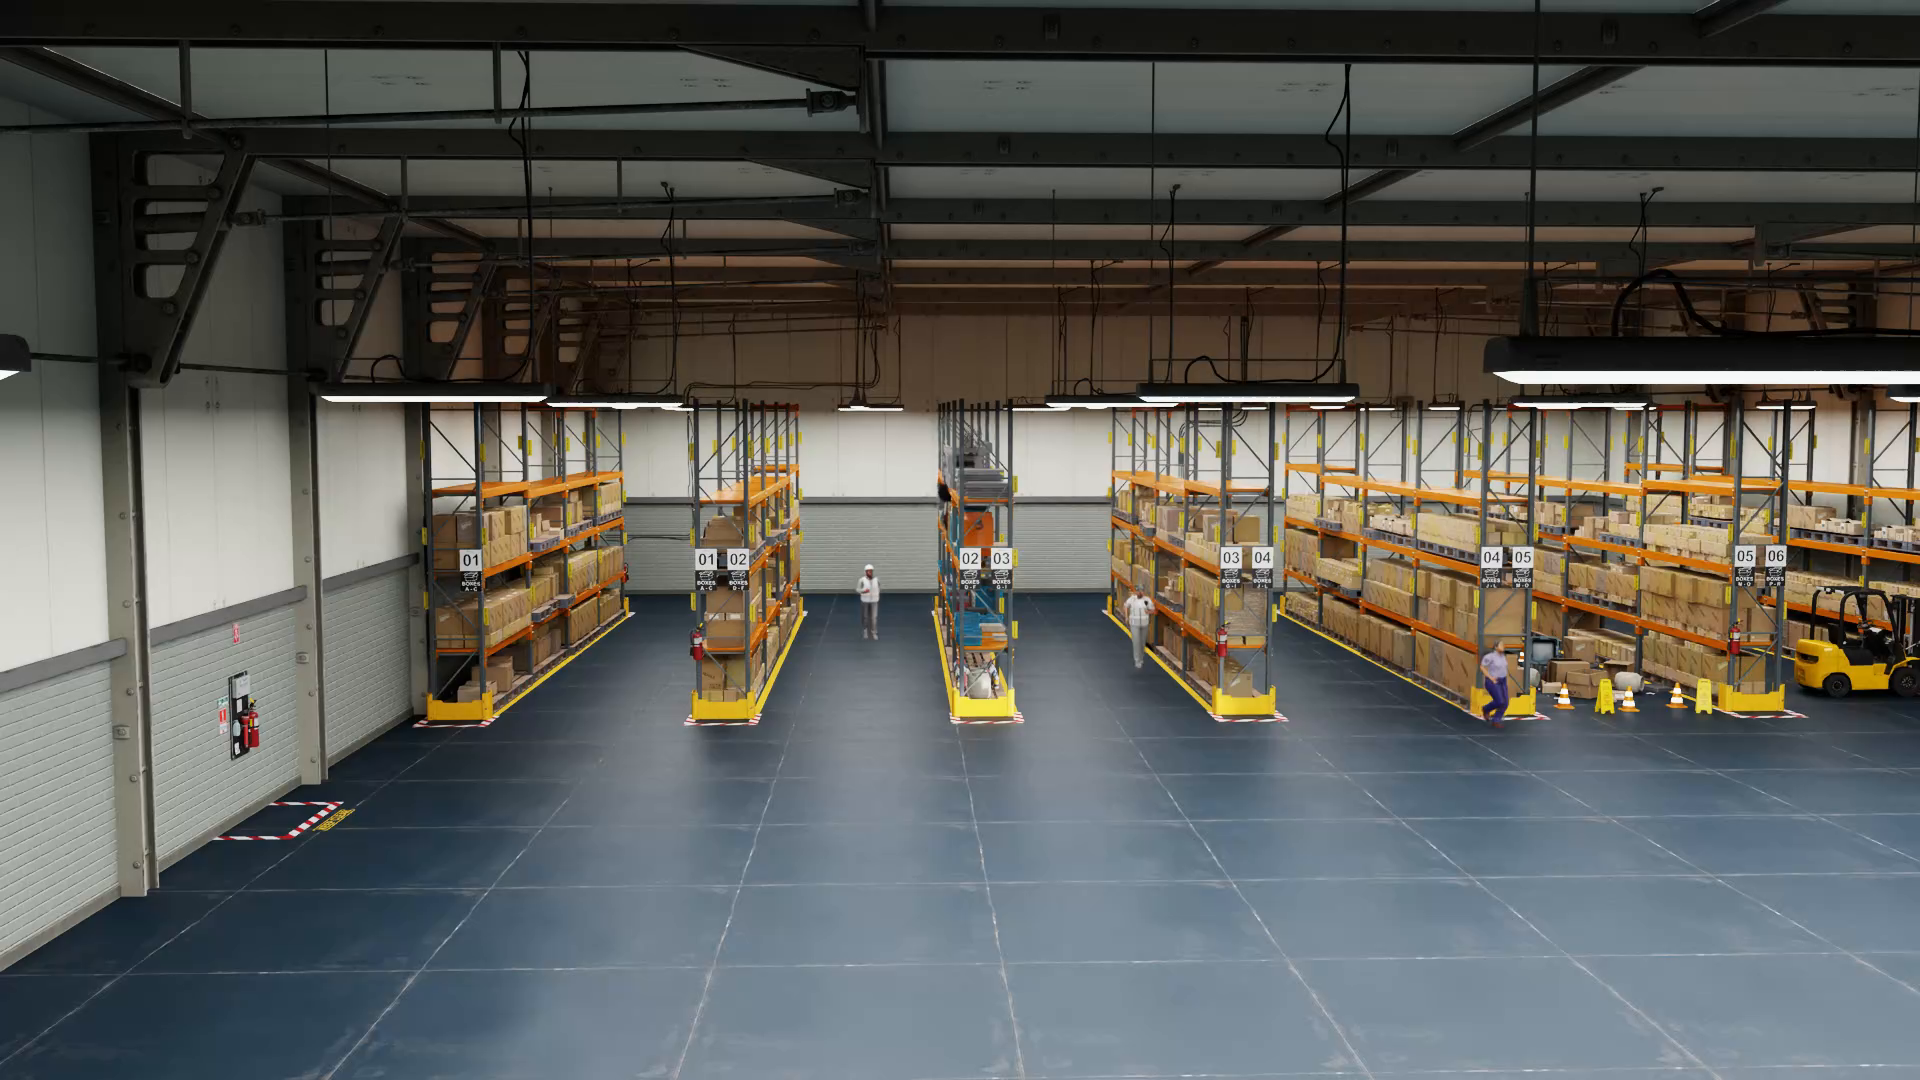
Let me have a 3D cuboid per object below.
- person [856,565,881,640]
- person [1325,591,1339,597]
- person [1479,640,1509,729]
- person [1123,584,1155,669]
[{"bbox_3d":[-2.164,1.503,39.941,0.661,1.821,0.847,-1,5,-16],"label":"person"},{"bbox_3d":[10.810,1.206,48.515,0.674,1.651,0.891,-3,5,-34],"label":"person"},{"bbox_3d":[9.806,2.634,30.384,0.638,1.603,0.522,-2,5,-29],"label":"person"},{"bbox_3d":[3.870,1.840,35.742,0.661,1.818,0.906,0,4,-4],"label":"person"}]
